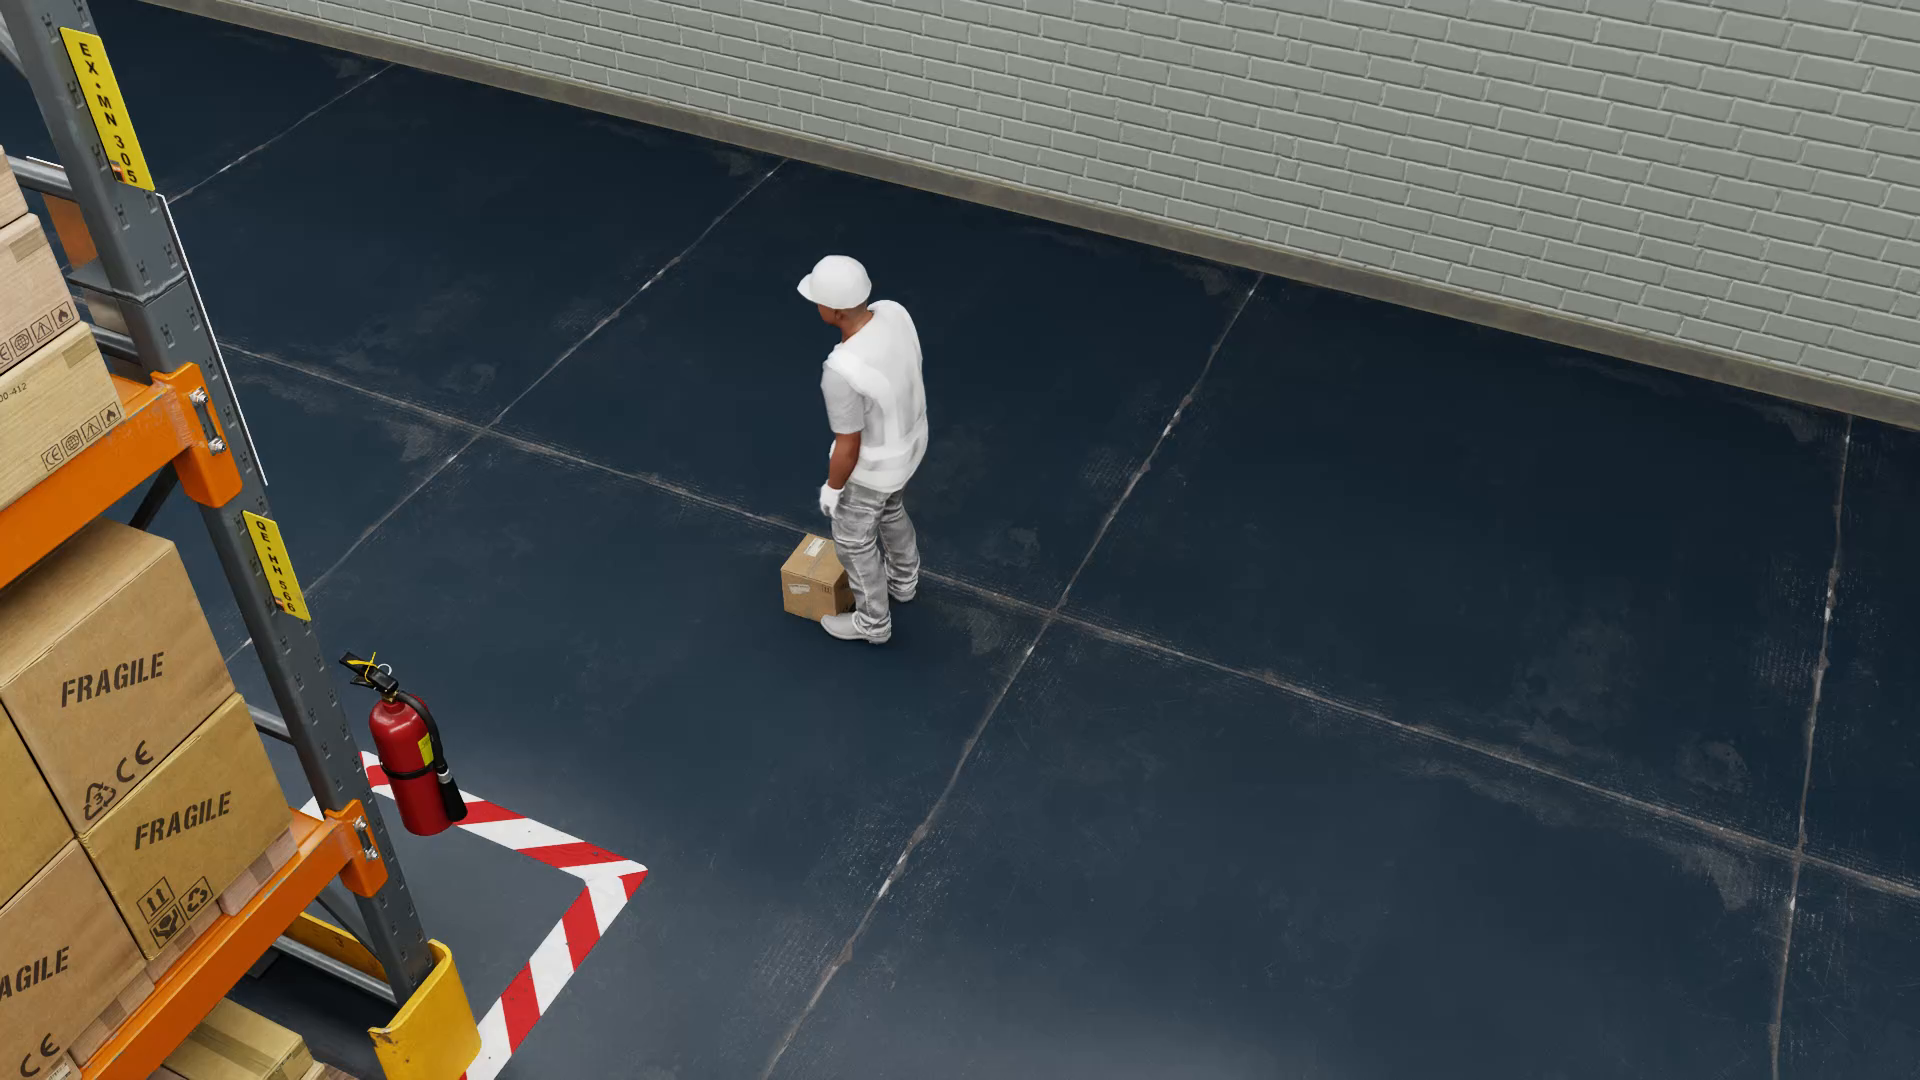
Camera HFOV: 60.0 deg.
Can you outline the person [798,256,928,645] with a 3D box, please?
[{"bbox_3d":[-0.366,-0.343,6.538,0.448,1.773,0.615,16,44,18],"label":"person"}]
